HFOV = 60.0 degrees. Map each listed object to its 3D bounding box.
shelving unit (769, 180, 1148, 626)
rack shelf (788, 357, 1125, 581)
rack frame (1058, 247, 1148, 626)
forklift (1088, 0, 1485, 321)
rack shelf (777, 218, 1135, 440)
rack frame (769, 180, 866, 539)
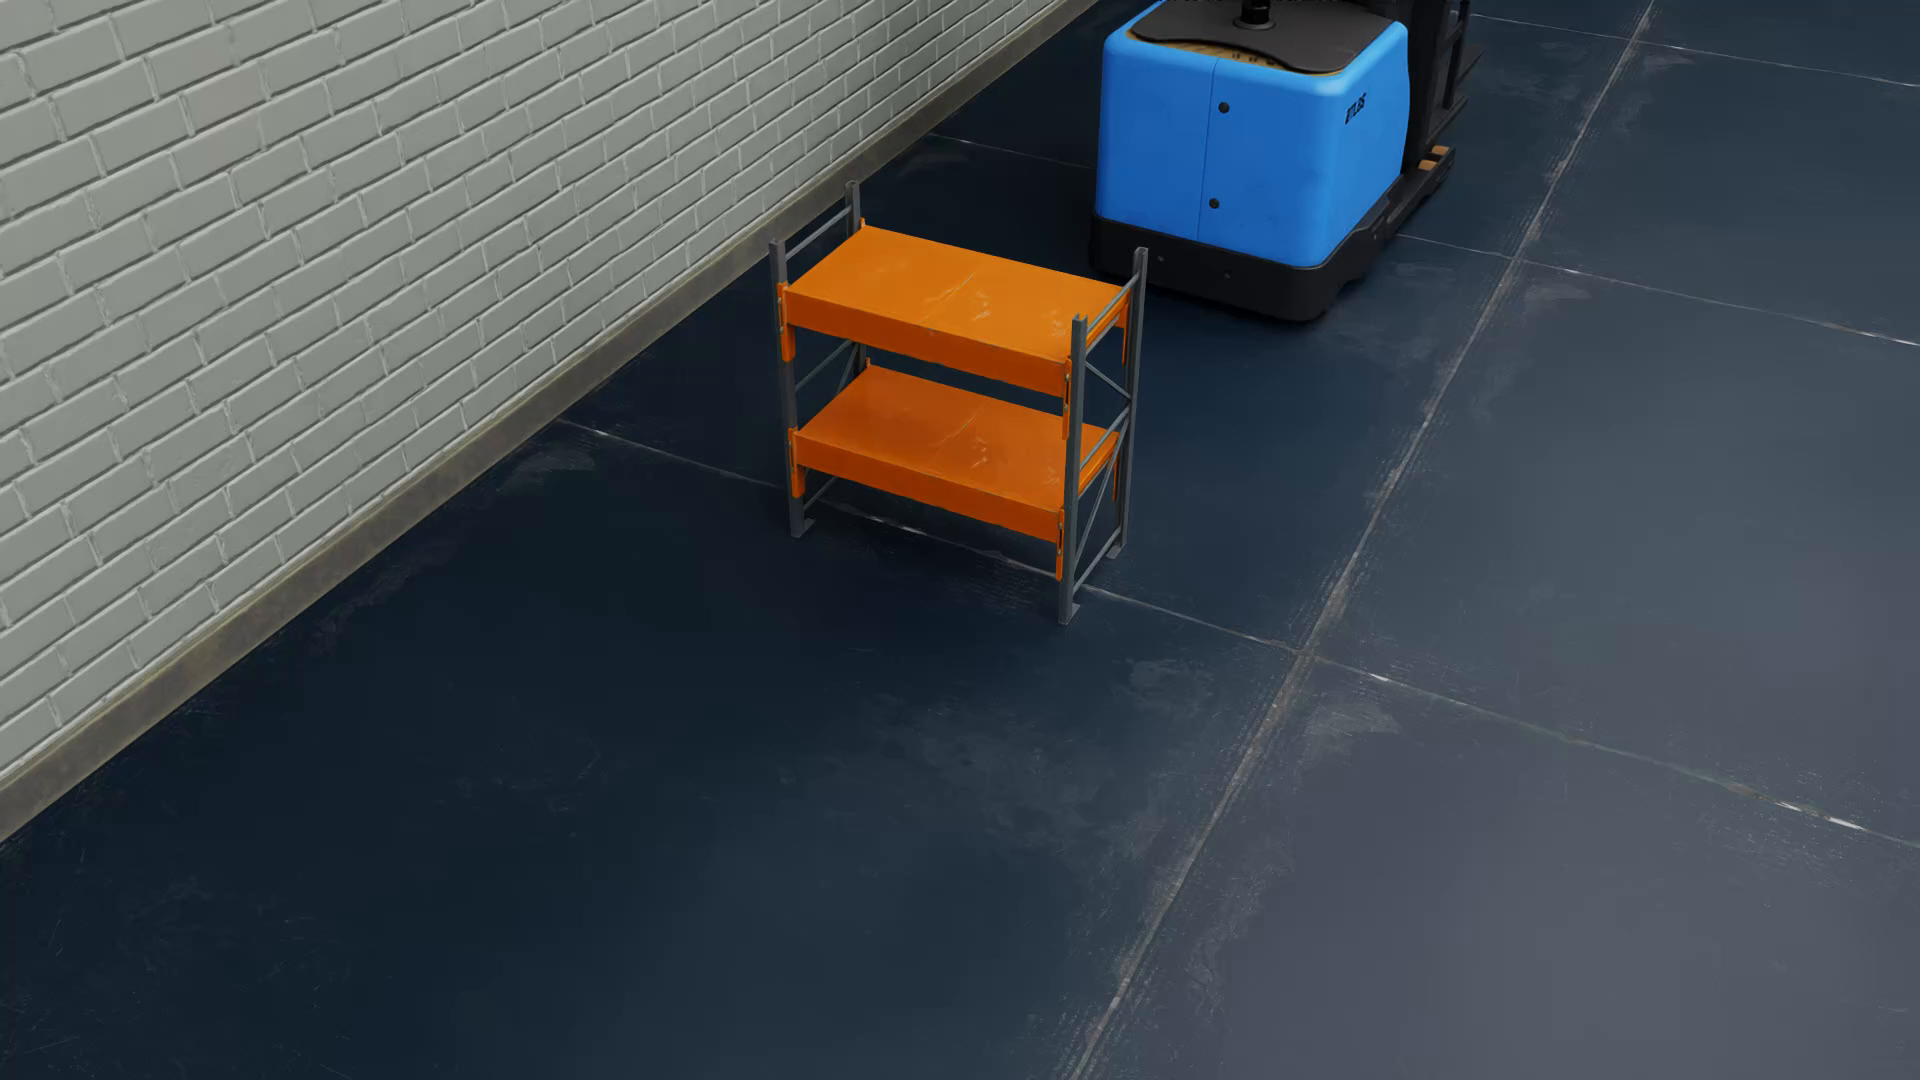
[{"bbox_3d":[-0.006,-0.450,5.412,1.048,1.125,0.538,17,41,21],"label":"shelving unit"},{"bbox_3d":[-0.006,-0.255,5.560,1.000,0.278,0.538,17,41,21],"label":"rack shelf"},{"bbox_3d":[0.445,-0.309,5.226,0.032,1.125,0.500,17,41,21],"label":"rack frame"},{"bbox_3d":[1.737,-2.932,7.189,1.130,2.935,3.031,19,41,24],"label":"forklift"},{"bbox_3d":[-0.006,-0.683,5.235,1.000,0.278,0.538,17,41,21],"label":"rack shelf"},{"bbox_3d":[-0.457,-0.591,5.599,0.032,1.125,0.500,17,41,21],"label":"rack frame"}]
